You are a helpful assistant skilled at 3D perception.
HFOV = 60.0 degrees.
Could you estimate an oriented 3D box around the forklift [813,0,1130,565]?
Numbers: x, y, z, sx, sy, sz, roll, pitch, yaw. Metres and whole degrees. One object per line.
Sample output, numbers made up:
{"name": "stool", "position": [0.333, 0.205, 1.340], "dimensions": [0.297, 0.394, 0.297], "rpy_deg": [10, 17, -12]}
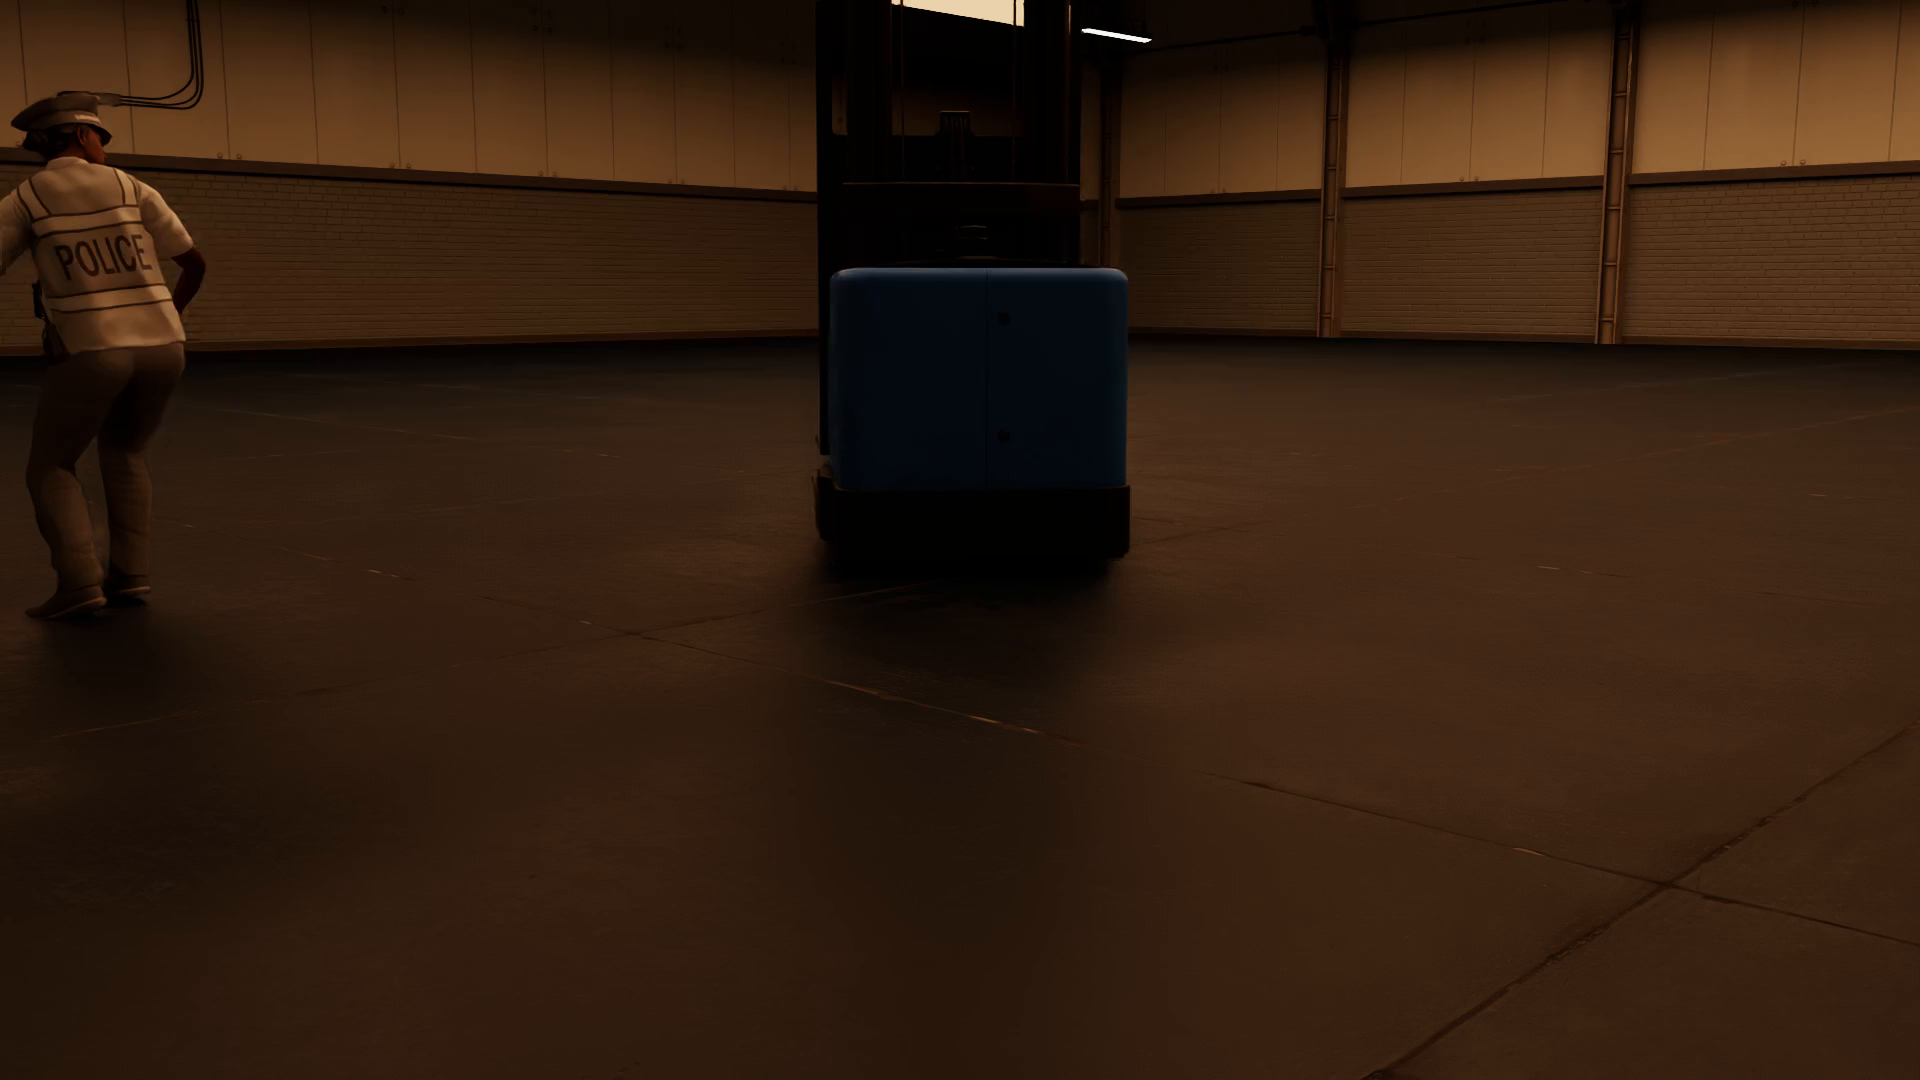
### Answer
{"name": "forklift", "position": [-0.076, -1.540, 7.100], "dimensions": [1.130, 2.935, 3.031], "rpy_deg": [-1, 9, -6]}

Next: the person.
{"name": "person", "position": [-2.769, -0.570, 5.248], "dimensions": [0.642, 1.626, 0.695], "rpy_deg": [7, 11, 40]}
